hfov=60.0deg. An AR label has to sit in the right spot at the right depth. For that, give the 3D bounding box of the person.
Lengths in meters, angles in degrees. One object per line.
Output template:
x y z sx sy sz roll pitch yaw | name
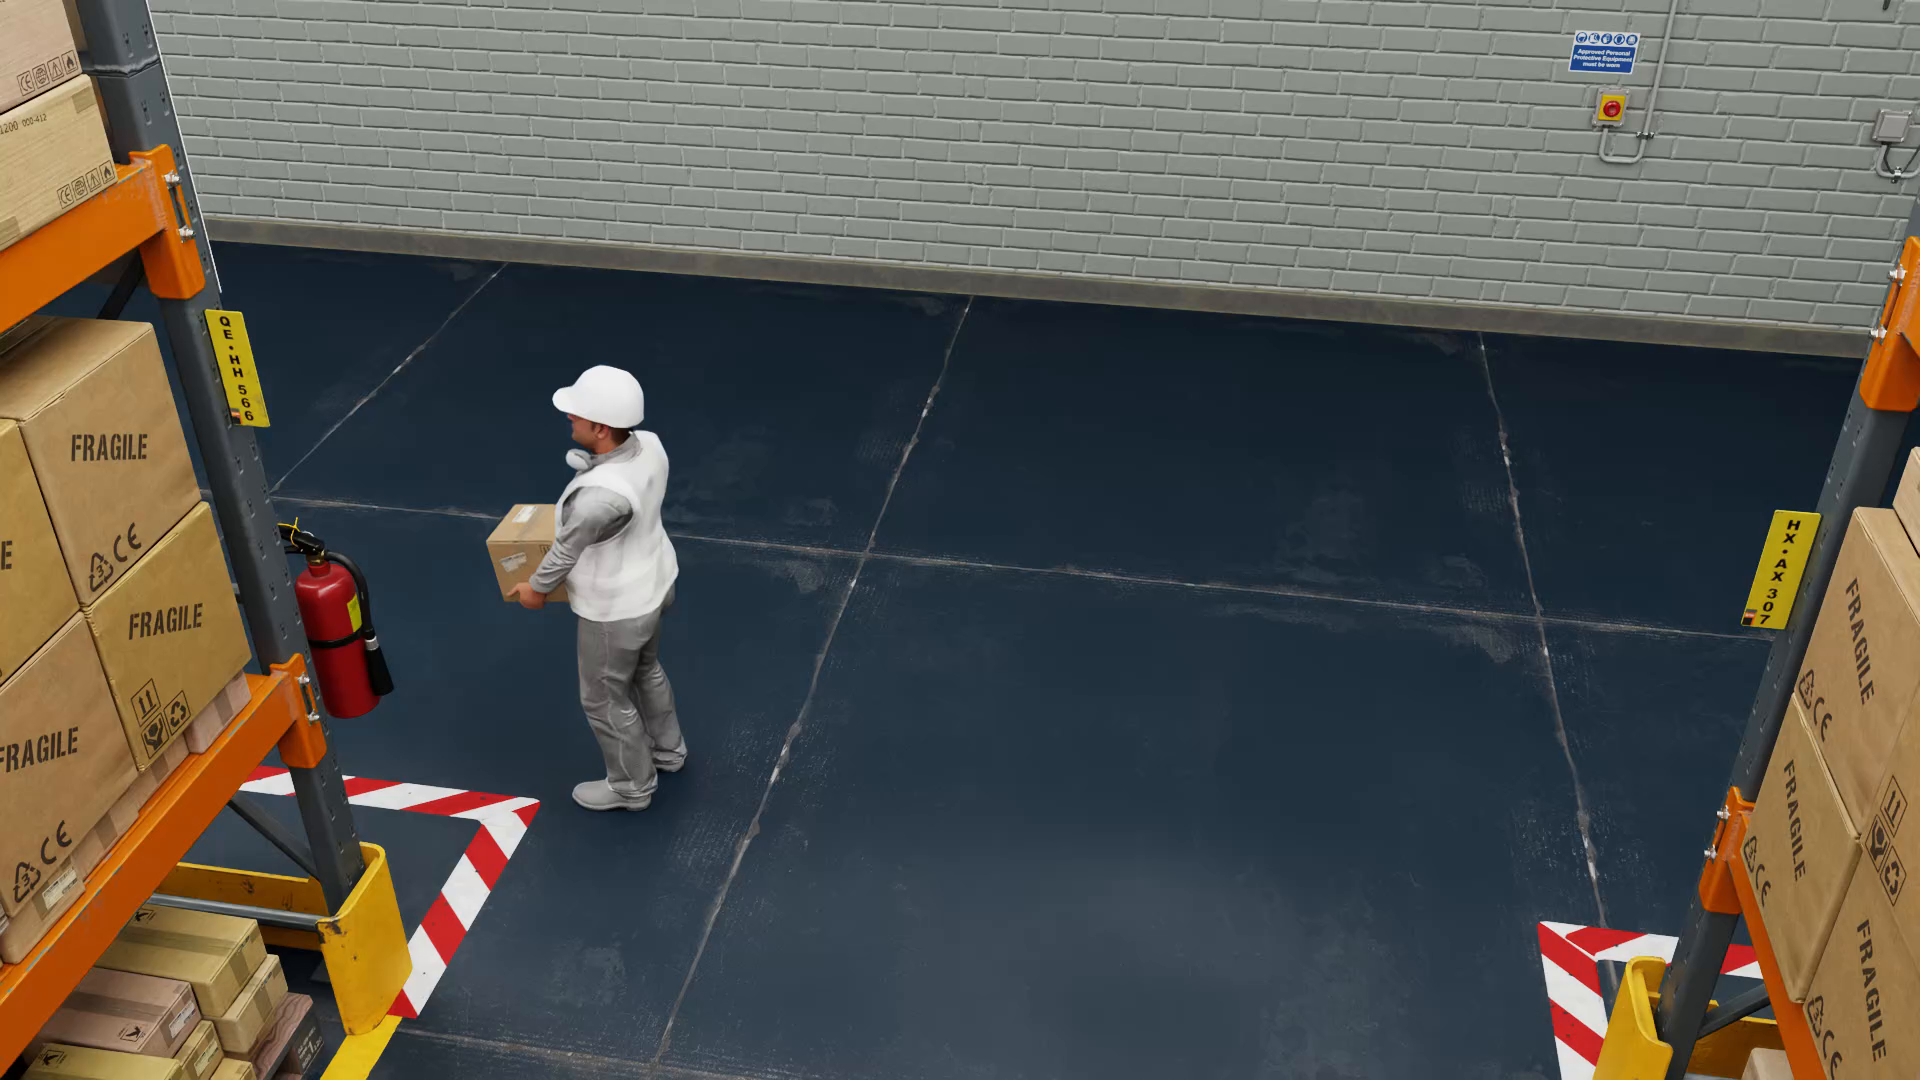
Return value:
-1.278 0.183 5.827 0.546 1.768 0.495 6 33 9 | person
